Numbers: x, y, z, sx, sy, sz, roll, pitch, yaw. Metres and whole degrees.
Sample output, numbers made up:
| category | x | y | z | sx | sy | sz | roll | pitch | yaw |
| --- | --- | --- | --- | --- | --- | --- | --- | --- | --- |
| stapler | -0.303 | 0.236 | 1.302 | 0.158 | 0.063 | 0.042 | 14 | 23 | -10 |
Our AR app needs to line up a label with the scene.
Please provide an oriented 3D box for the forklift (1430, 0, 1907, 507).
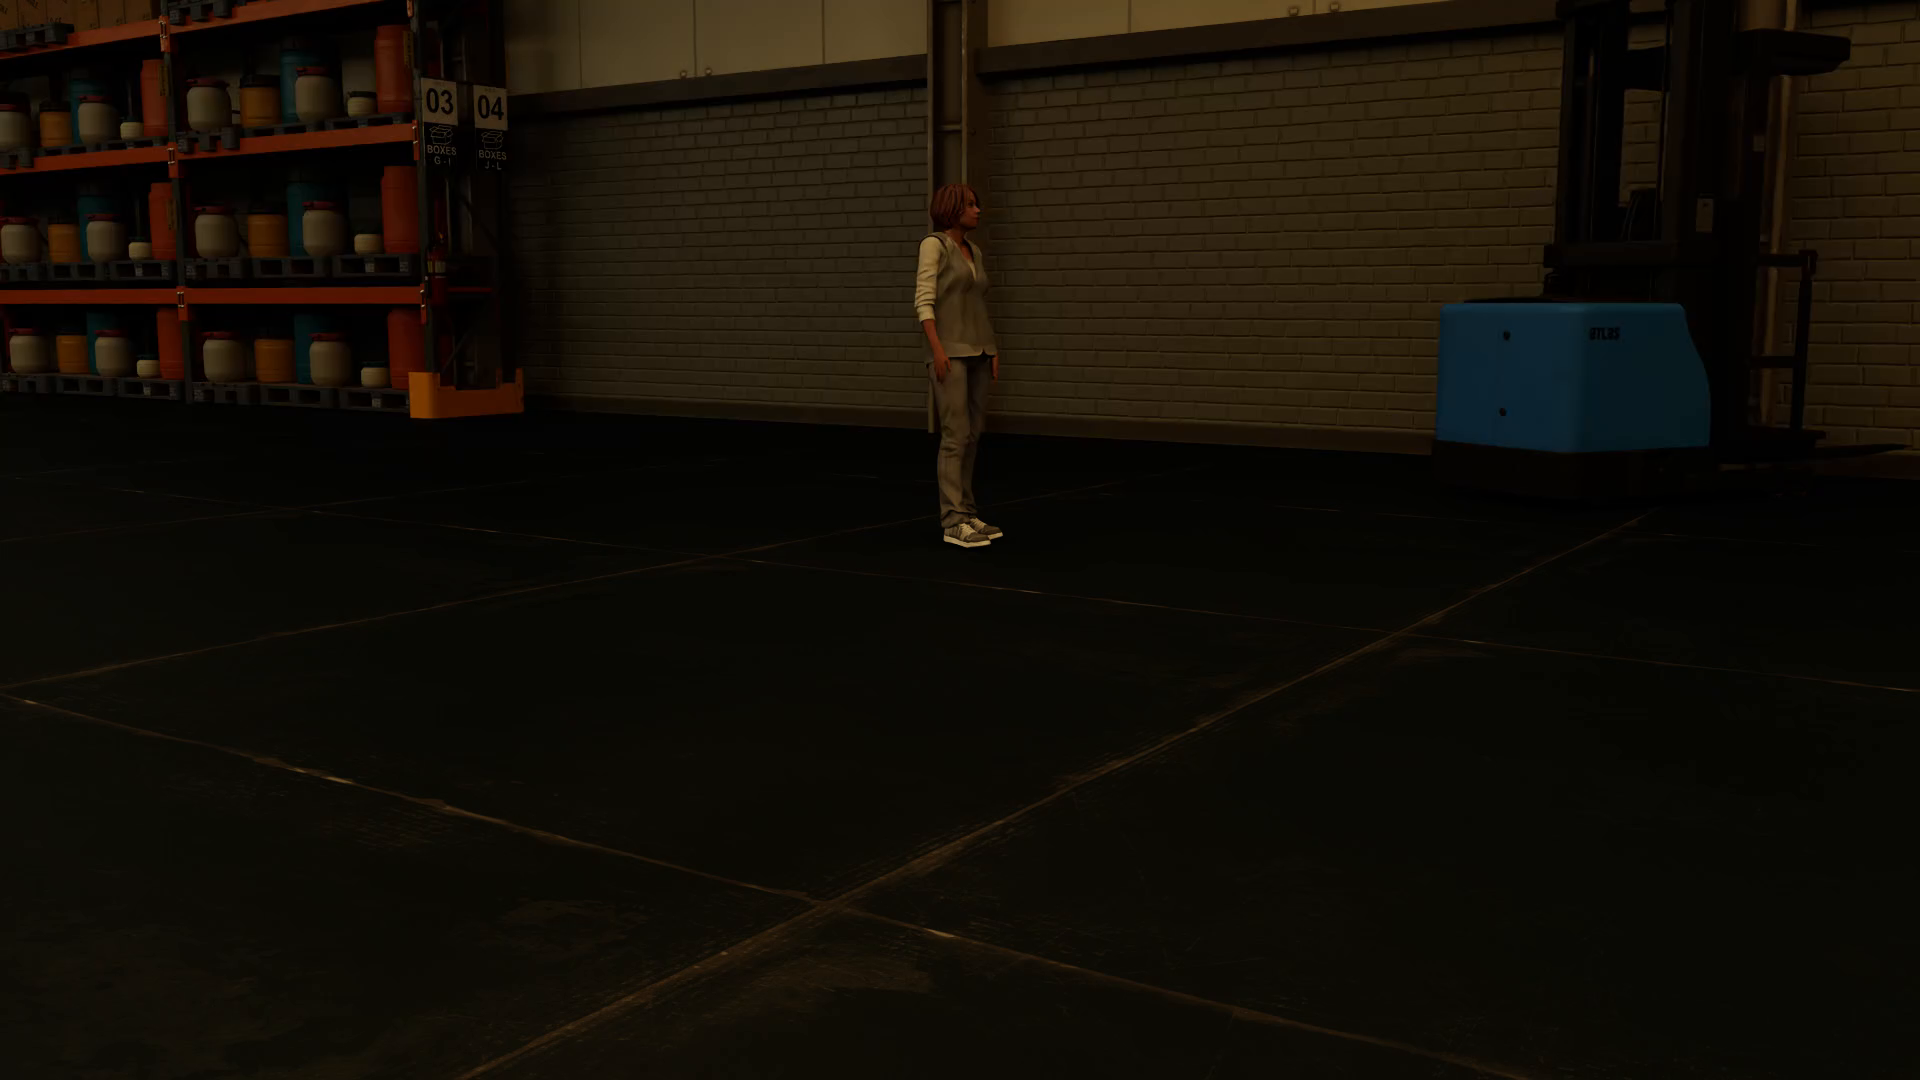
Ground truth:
| category | x | y | z | sx | sy | sz | roll | pitch | yaw |
| --- | --- | --- | --- | --- | --- | --- | --- | --- | --- |
| forklift | 4.207 | -1.743 | 9.449 | 3.031 | 2.935 | 1.130 | -4 | 9 | -27 |

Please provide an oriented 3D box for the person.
| category | x | y | z | sx | sy | sz | roll | pitch | yaw |
| --- | --- | --- | --- | --- | --- | --- | --- | --- | --- |
| person | 0.054 | -0.787 | 7.438 | 0.473 | 1.592 | 0.521 | 5 | 10 | 34 |
